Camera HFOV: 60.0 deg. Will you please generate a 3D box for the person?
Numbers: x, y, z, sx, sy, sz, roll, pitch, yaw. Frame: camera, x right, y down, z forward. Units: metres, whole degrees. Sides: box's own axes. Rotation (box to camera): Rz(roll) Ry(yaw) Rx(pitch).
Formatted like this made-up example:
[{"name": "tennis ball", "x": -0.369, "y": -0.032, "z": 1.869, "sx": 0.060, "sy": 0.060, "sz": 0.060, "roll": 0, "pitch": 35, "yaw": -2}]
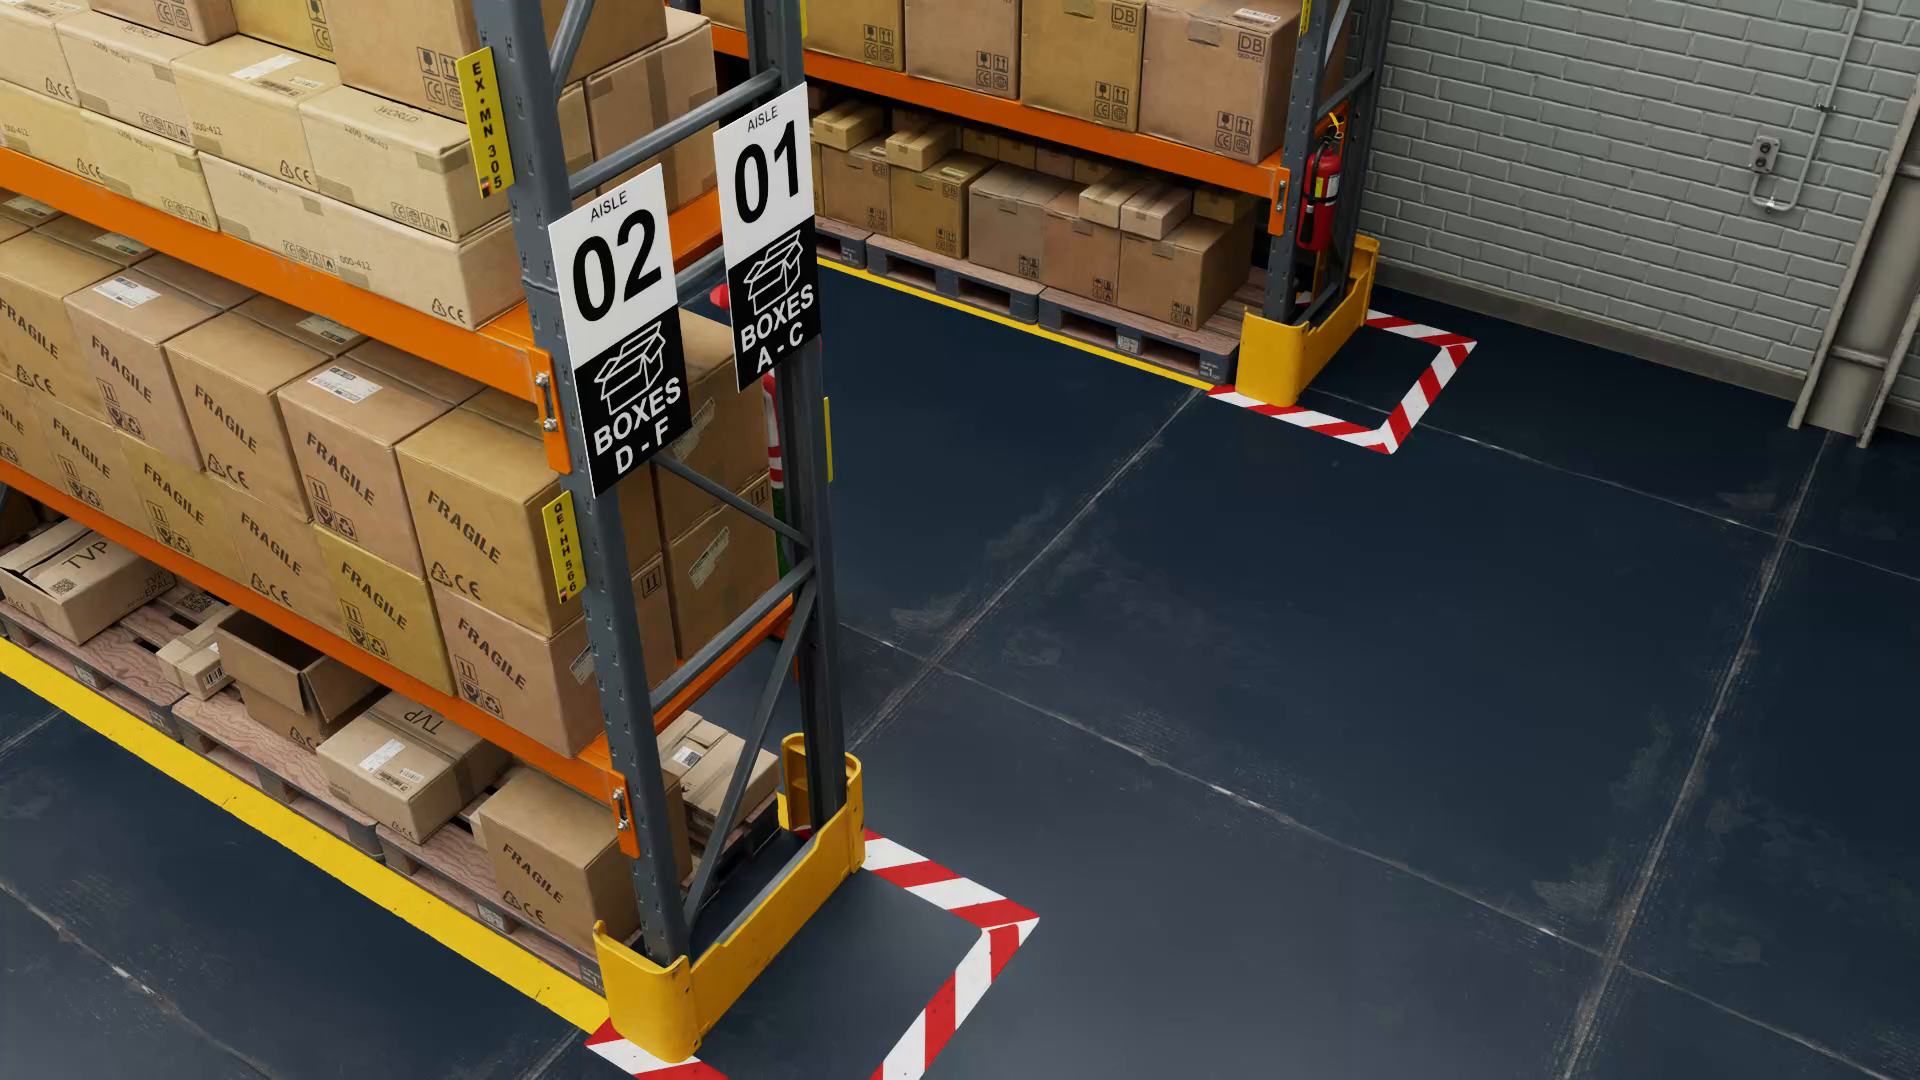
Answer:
[{"name": "person", "x": -0.797, "y": -0.343, "z": 7.103, "sx": 0.427, "sy": 1.783, "sz": 0.558, "roll": 20, "pitch": 42, "yaw": 24}]
